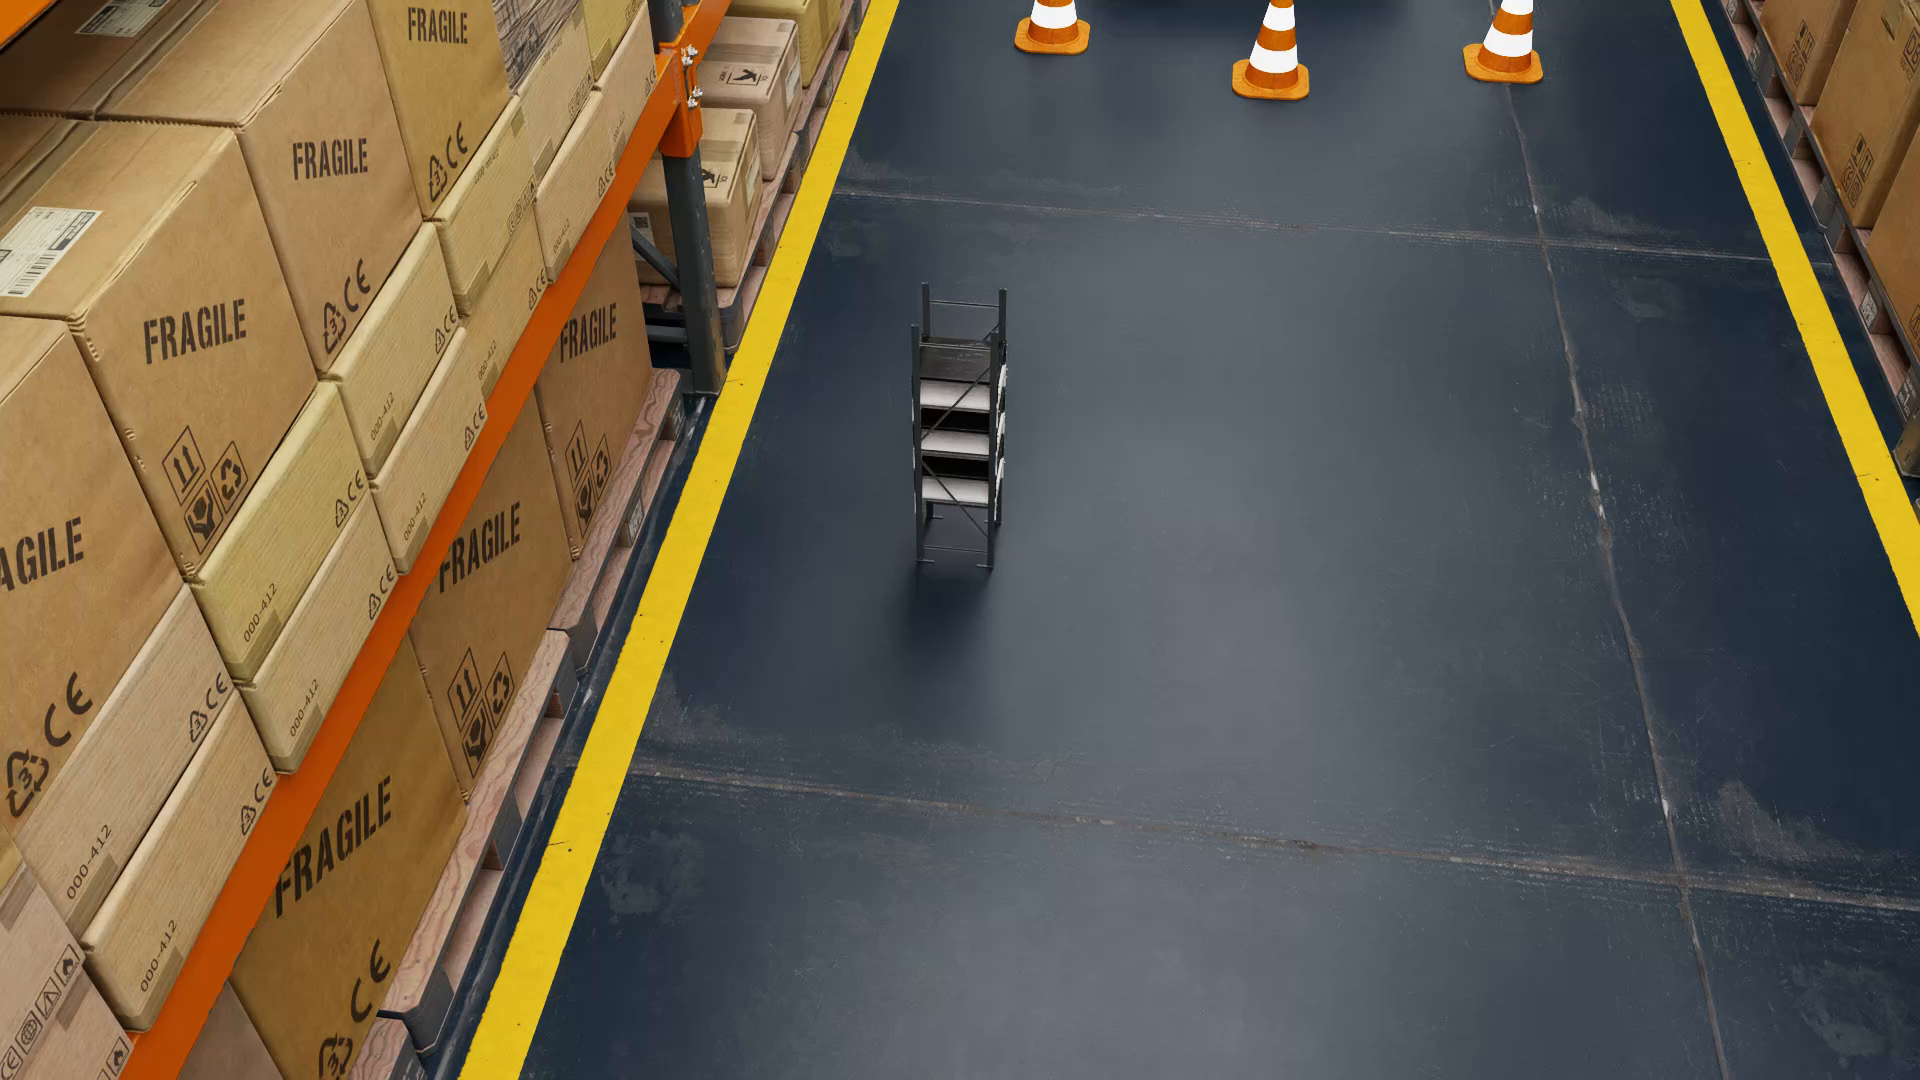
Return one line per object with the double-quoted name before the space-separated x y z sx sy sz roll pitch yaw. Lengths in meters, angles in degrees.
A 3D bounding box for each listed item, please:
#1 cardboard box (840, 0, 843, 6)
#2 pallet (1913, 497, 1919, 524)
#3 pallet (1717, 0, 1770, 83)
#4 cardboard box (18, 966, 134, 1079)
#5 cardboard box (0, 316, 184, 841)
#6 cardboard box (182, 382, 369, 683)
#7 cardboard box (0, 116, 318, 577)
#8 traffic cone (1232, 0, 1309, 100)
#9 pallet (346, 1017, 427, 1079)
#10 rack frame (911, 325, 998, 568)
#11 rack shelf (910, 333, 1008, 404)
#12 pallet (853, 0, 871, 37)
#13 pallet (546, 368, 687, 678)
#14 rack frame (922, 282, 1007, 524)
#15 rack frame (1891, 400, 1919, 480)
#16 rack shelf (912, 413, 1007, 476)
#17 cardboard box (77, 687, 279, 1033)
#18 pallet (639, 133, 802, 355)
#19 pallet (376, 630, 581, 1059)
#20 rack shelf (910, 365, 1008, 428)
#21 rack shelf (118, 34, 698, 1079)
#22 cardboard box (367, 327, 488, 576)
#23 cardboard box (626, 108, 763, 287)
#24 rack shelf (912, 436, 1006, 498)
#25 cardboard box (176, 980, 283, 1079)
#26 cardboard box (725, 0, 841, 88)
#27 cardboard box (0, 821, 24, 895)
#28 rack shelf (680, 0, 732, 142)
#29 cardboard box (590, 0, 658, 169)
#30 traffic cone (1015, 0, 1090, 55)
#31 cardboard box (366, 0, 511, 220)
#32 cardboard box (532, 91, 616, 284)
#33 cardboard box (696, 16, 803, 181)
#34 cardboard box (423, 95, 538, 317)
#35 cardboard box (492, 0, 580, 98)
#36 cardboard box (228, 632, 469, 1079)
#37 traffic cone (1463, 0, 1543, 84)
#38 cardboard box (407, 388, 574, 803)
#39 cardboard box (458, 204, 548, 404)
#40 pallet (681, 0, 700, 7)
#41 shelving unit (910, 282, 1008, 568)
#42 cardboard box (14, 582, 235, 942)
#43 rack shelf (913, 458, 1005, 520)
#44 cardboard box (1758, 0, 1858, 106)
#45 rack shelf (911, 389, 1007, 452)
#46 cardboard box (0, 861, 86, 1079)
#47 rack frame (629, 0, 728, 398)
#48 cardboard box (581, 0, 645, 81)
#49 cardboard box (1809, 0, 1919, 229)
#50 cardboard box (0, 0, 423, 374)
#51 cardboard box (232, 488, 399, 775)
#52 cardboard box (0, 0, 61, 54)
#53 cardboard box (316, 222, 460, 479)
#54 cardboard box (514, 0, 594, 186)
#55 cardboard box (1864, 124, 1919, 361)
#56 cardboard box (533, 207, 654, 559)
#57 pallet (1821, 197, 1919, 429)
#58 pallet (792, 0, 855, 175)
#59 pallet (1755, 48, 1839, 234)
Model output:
"cardboard box" -0.953 -2.746 7.574 0.950 0.372 0.625 8 44 8
"pallet" 3.492 0.256 4.826 1.003 0.211 1.213 5 44 6
"pallet" 4.098 -2.469 7.705 1.003 0.211 1.213 5 44 6
"cardboard box" -1.532 0.835 2.296 0.500 0.250 0.500 4 44 5
"cardboard box" -1.469 0.034 2.233 0.500 0.500 0.500 5 44 5
"cardboard box" -1.380 -0.044 2.861 0.500 0.250 0.500 6 44 6
"cardboard box" -1.400 -0.308 2.593 0.500 0.500 0.500 4 44 4
"traffic cone" 1.382 -2.214 7.251 0.336 0.463 0.334 5 44 6
"pallet" -1.825 1.536 3.474 1.003 0.211 1.213 5 44 6
"rack frame" -0.015 -0.252 4.862 0.240 0.900 0.006 5 44 6
"rack shelf" -0.001 -0.493 4.772 0.258 0.077 0.200 5 44 6
"pallet" -0.896 -2.853 8.109 1.003 0.211 1.213 5 44 6
"pallet" -1.502 -0.127 5.230 1.003 0.211 1.213 5 44 6
"rack frame" 0.012 -0.391 5.008 0.240 0.900 0.006 5 44 6
"rack frame" 3.597 -1.289 4.429 1.000 3.000 0.127 5 44 6
"rack shelf" -0.001 -0.297 4.958 0.258 0.077 0.200 5 44 6
"cardboard box" -1.465 0.482 2.668 0.500 0.250 0.500 4 44 4
"pallet" -1.218 -1.190 6.353 1.003 0.211 1.213 5 44 6
"pallet" -1.666 0.702 4.355 1.003 0.211 1.213 5 44 6
"rack shelf" -0.001 -0.428 4.834 0.258 0.077 0.200 5 44 6
"rack shelf" -1.588 -0.046 3.640 1.077 0.370 4.000 5 44 6
"cardboard box" -1.306 -0.206 3.395 0.500 0.250 0.500 5 44 5
"cardboard box" -1.239 -1.252 5.997 0.950 0.372 0.625 3 43 3
"rack shelf" -0.001 -0.232 5.020 0.258 0.077 0.200 5 44 6
"cardboard box" -1.849 1.246 2.993 0.875 0.875 0.875 6 44 7
"cardboard box" -1.043 -2.272 7.074 0.950 0.372 0.625 7 44 7
"cardboard box" -1.509 0.383 1.864 0.500 0.500 0.500 6 44 6
"rack shelf" -1.059 -2.772 6.519 1.077 0.370 4.000 5 44 6
"cardboard box" -1.133 -1.247 4.494 0.500 0.250 0.500 4 44 4
"traffic cone" 0.429 -2.502 7.556 0.336 0.463 0.334 5 44 6
"cardboard box" -1.264 -1.005 3.330 0.500 0.500 0.500 5 44 6
"cardboard box" -1.185 -0.897 4.125 0.500 0.250 0.500 6 44 6
"cardboard box" -1.149 -1.756 6.529 0.950 0.372 0.625 4 44 5
"cardboard box" -1.247 -0.743 3.599 0.500 0.250 0.500 4 44 4
"cardboard box" -1.192 -1.343 3.686 0.500 0.500 0.500 6 44 6
"cardboard box" -1.738 0.629 3.644 0.875 0.875 0.875 6 44 7
"traffic cone" 2.452 -2.317 7.360 0.336 0.463 0.334 5 44 6
"cardboard box" -1.619 0.020 4.287 0.875 0.875 0.875 6 44 6
"cardboard box" -1.267 -0.556 3.764 0.500 0.250 0.500 5 44 5
"pallet" -1.335 -2.095 5.421 1.213 0.211 1.003 5 44 6
"shelving unit" -0.001 -0.321 4.935 0.258 0.900 0.210 5 44 6
"cardboard box" -1.473 0.297 2.500 0.500 0.250 0.500 6 44 6
"rack shelf" -0.001 -0.166 5.081 0.258 0.077 0.200 5 44 6
"cardboard box" 4.001 -2.262 6.788 1.050 0.750 0.750 5 44 6
"rack shelf" -0.001 -0.362 4.896 0.258 0.077 0.200 5 44 6
"cardboard box" -1.514 0.655 2.122 0.500 0.250 0.500 4 44 4
"rack frame" -1.323 -1.670 4.832 1.000 3.000 0.127 5 44 6
"cardboard box" -1.135 -1.444 4.338 0.500 0.250 0.500 5 44 5
"cardboard box" 3.879 -1.627 6.118 1.050 0.750 0.750 6 44 6
"cardboard box" -1.338 -0.661 2.966 0.500 0.500 0.500 5 44 5
"cardboard box" -1.382 0.134 3.036 0.500 0.250 0.500 5 44 5
"cardboard box" -1.841 -0.722 3.030 0.500 0.500 0.500 6 44 6
"cardboard box" -1.315 -0.389 3.225 0.500 0.250 0.500 4 44 4
"cardboard box" -1.199 -1.094 3.969 0.500 0.250 0.500 4 44 4
"cardboard box" 3.766 -1.031 5.488 1.050 0.750 0.750 5 44 5
"cardboard box" -1.497 -0.588 4.929 0.875 0.875 0.875 5 44 5
"pallet" 3.776 -0.807 5.948 1.003 0.211 1.213 5 44 6
"pallet" -1.055 -2.019 7.228 1.003 0.211 1.213 5 44 6
"pallet" 3.939 -1.636 6.824 1.003 0.211 1.213 5 44 6
